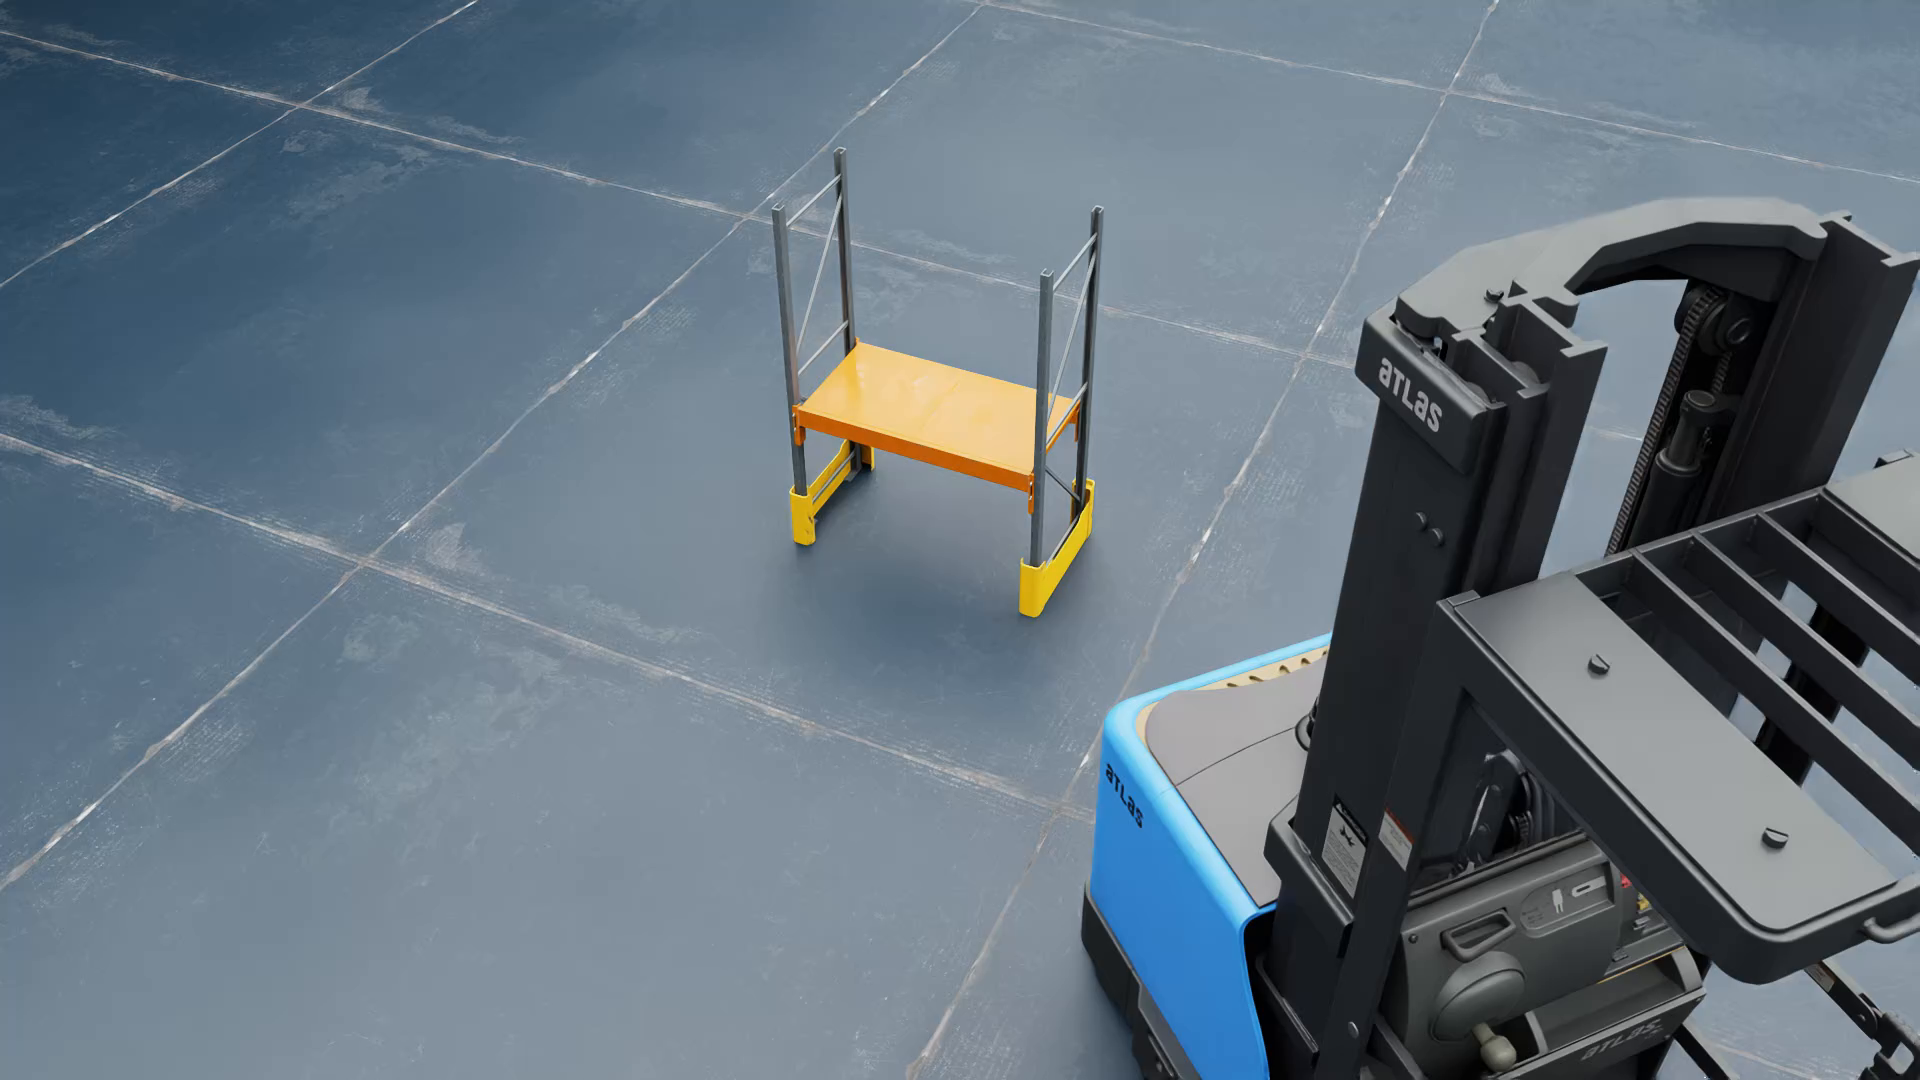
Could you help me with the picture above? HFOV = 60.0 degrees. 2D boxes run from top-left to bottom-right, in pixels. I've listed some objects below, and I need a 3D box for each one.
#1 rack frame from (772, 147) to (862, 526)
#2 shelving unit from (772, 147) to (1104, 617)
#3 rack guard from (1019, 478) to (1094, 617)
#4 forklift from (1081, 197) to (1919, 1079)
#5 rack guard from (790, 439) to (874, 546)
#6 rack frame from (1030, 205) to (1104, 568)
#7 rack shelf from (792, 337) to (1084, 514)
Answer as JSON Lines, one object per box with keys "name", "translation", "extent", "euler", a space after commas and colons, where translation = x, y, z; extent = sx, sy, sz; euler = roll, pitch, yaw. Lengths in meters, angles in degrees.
{"name": "rack frame", "translation": [-0.538, -0.731, 6.448], "extent": [0.032, 1.500, 0.500], "euler": [17, 44, 19]}
{"name": "shelving unit", "translation": [-0.069, -0.588, 6.283], "extent": [1.083, 1.500, 0.587], "euler": [17, 44, 19]}
{"name": "rack guard", "translation": [0.382, 0.022, 6.533], "extent": [0.087, 0.250, 0.587], "euler": [17, 44, 19]}
{"name": "forklift", "translation": [1.429, 0.923, 3.447], "extent": [1.130, 2.935, 3.031], "euler": [-16, 43, -17]}
{"name": "rack guard", "translation": [-0.520, -0.253, 6.852], "extent": [0.087, 0.250, 0.587], "euler": [17, 44, 19]}
{"name": "rack frame", "translation": [0.383, -0.450, 6.124], "extent": [0.032, 1.500, 0.500], "euler": [17, 44, 19]}
{"name": "rack shelf", "translation": [-0.077, -0.454, 6.404], "extent": [1.000, 0.185, 0.538], "euler": [17, 44, 19]}
